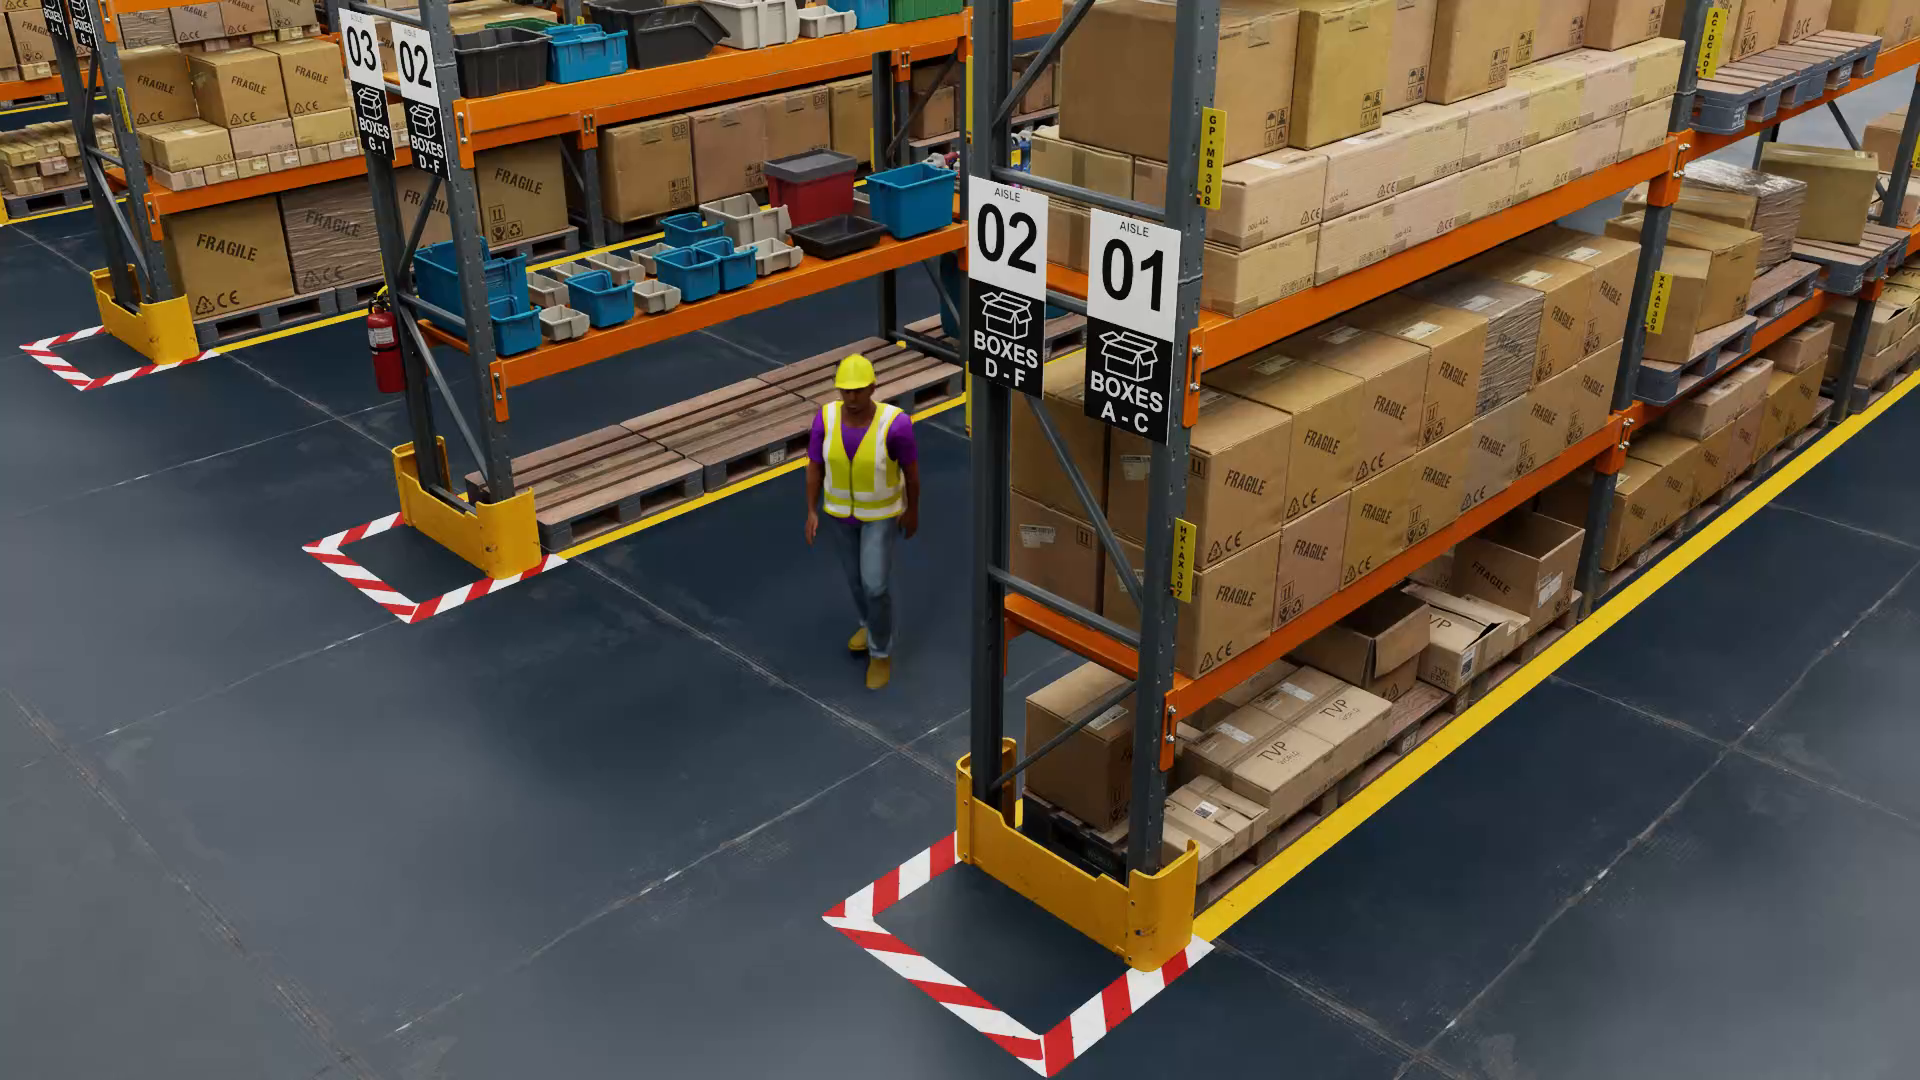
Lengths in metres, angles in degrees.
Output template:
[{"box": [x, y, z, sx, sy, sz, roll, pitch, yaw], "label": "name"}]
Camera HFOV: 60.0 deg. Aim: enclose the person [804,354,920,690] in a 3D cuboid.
[{"box": [-0.525, -0.112, 8.832, 0.582, 1.826, 0.581, 9, 29, 16], "label": "person"}]
